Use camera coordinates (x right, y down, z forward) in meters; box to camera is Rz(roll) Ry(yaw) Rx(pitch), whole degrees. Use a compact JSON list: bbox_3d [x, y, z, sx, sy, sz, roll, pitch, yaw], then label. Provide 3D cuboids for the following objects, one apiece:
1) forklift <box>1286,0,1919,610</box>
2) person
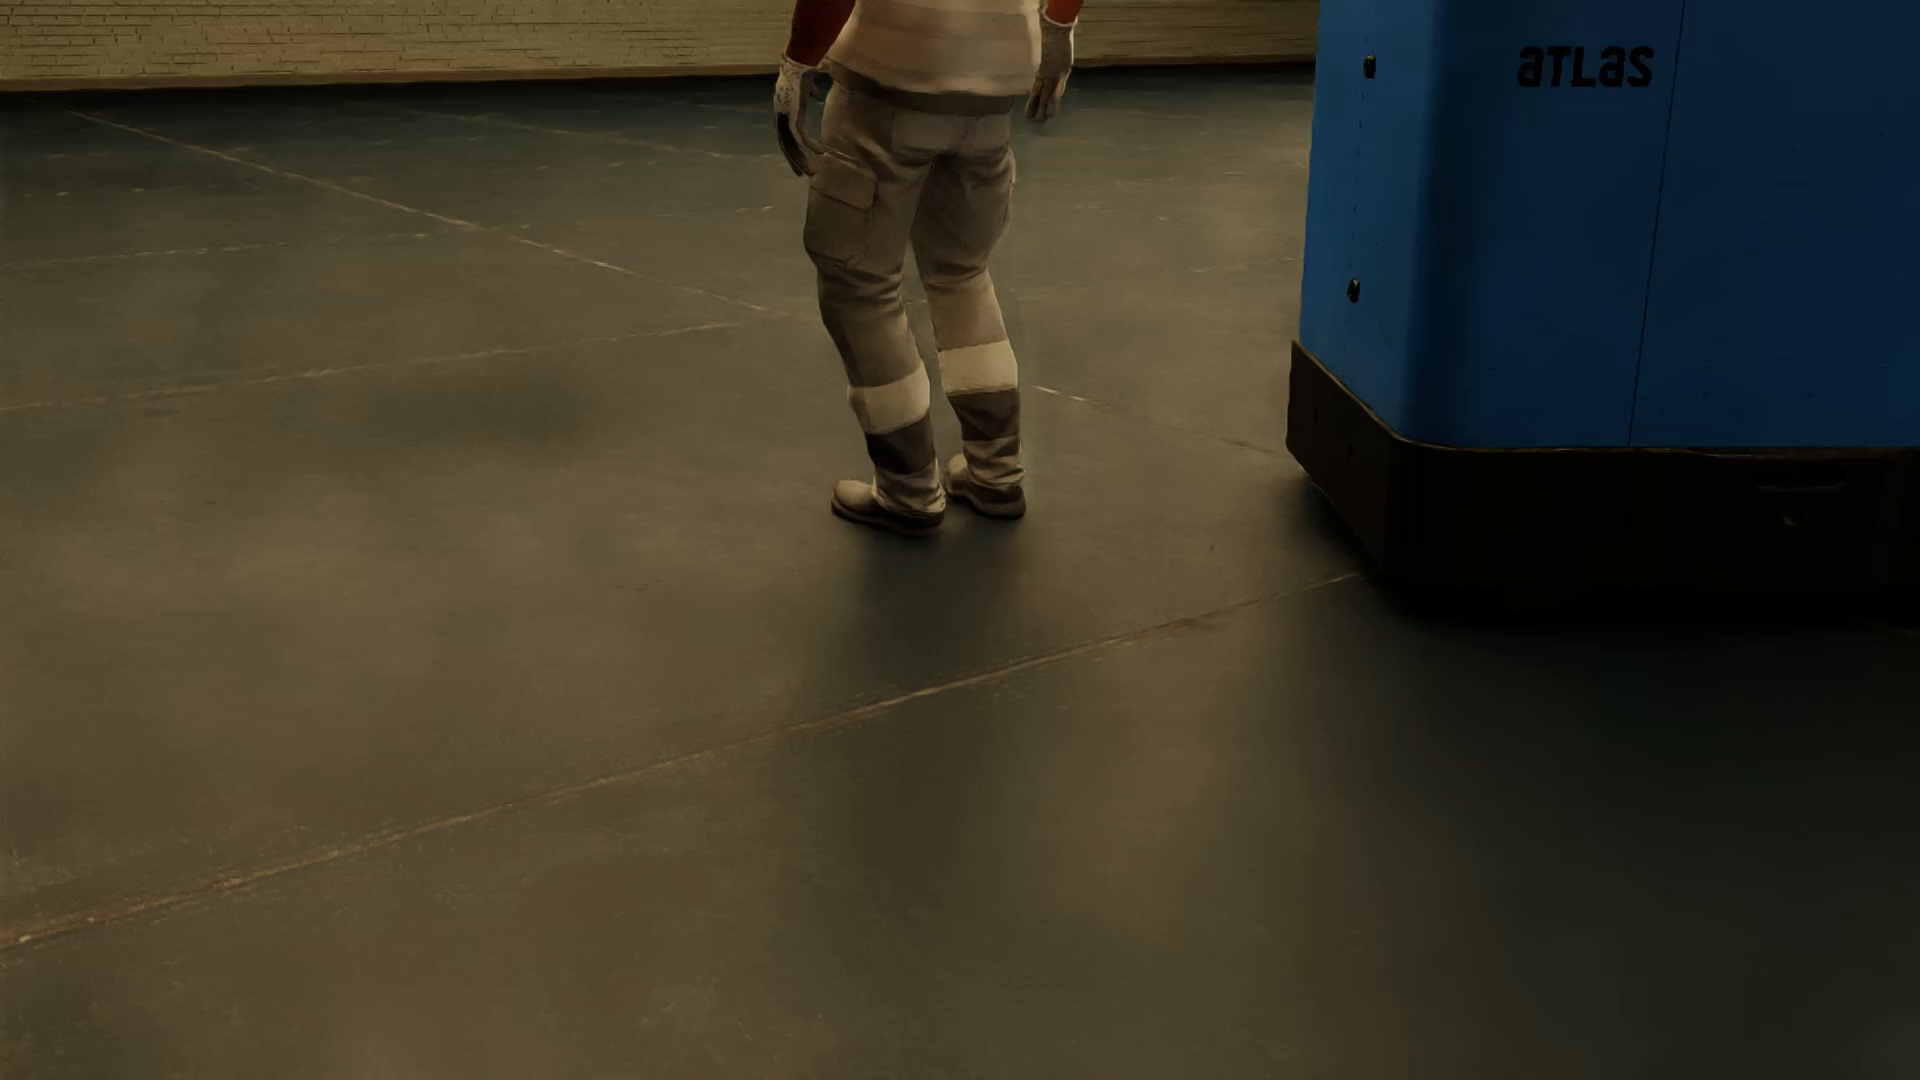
[{"bbox_3d":[2.249,-1.412,2.906,3.031,2.935,1.130,0,18,0],"label":"forklift"},{"bbox_3d":[-0.076,-0.855,3.124,0.718,1.776,0.486,-14,22,-37],"label":"person"}]
